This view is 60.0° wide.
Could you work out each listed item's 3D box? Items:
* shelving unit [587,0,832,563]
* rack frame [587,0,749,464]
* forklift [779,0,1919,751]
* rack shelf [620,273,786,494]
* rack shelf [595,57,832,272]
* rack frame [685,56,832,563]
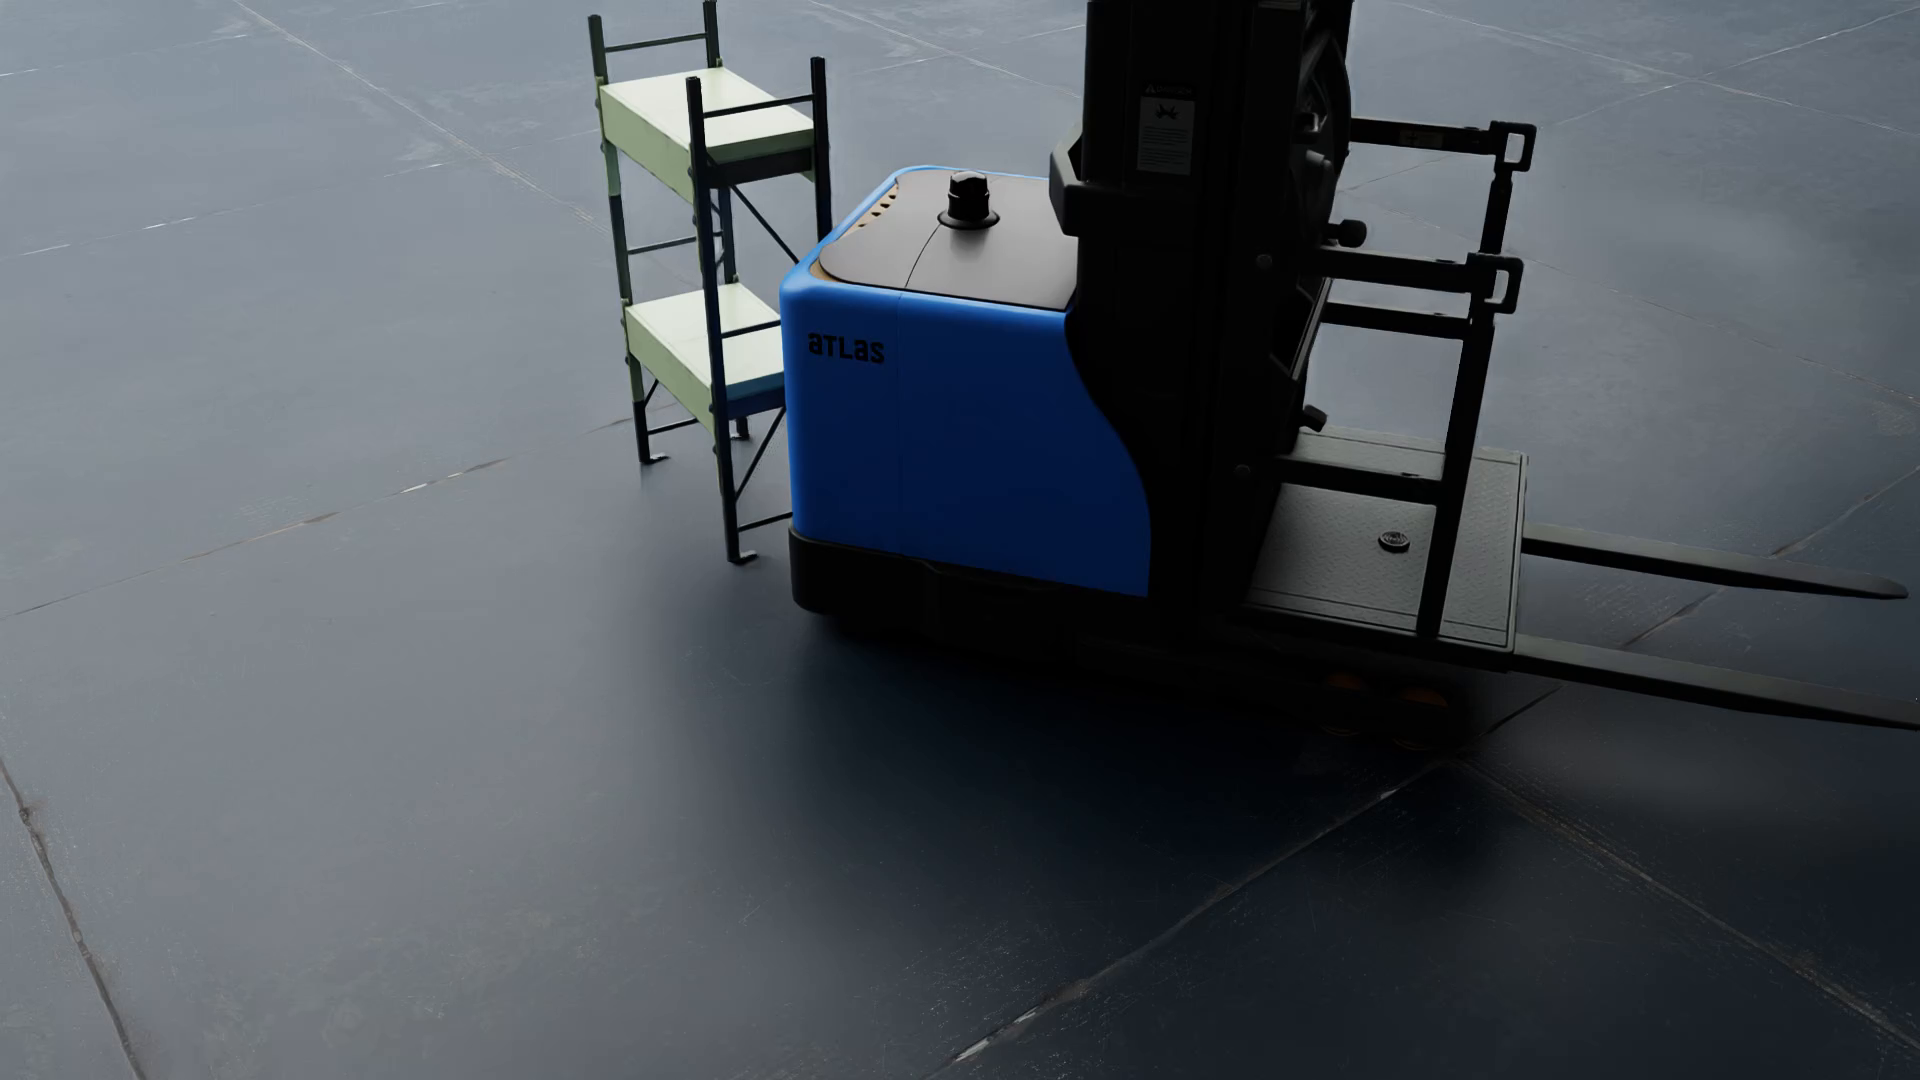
[{"bbox_3d":[-0.732,-0.790,5.100,0.431,1.500,0.755,-18,36,-26],"label":"shelving unit"},{"bbox_3d":[-0.920,-0.956,5.367,0.400,1.500,0.023,-18,36,-26],"label":"rack frame"},{"bbox_3d":[1.085,-1.008,4.095,3.031,2.935,1.130,10,33,15],"label":"forklift"},{"bbox_3d":[-0.732,-0.513,5.272,0.431,0.370,0.720,-18,36,-26],"label":"rack shelf"},{"bbox_3d":[-0.732,-1.122,4.895,0.431,0.370,0.720,-18,36,-26],"label":"rack shelf"},{"bbox_3d":[-0.544,-0.624,4.834,0.400,1.500,0.023,-18,36,-26],"label":"rack frame"}]
